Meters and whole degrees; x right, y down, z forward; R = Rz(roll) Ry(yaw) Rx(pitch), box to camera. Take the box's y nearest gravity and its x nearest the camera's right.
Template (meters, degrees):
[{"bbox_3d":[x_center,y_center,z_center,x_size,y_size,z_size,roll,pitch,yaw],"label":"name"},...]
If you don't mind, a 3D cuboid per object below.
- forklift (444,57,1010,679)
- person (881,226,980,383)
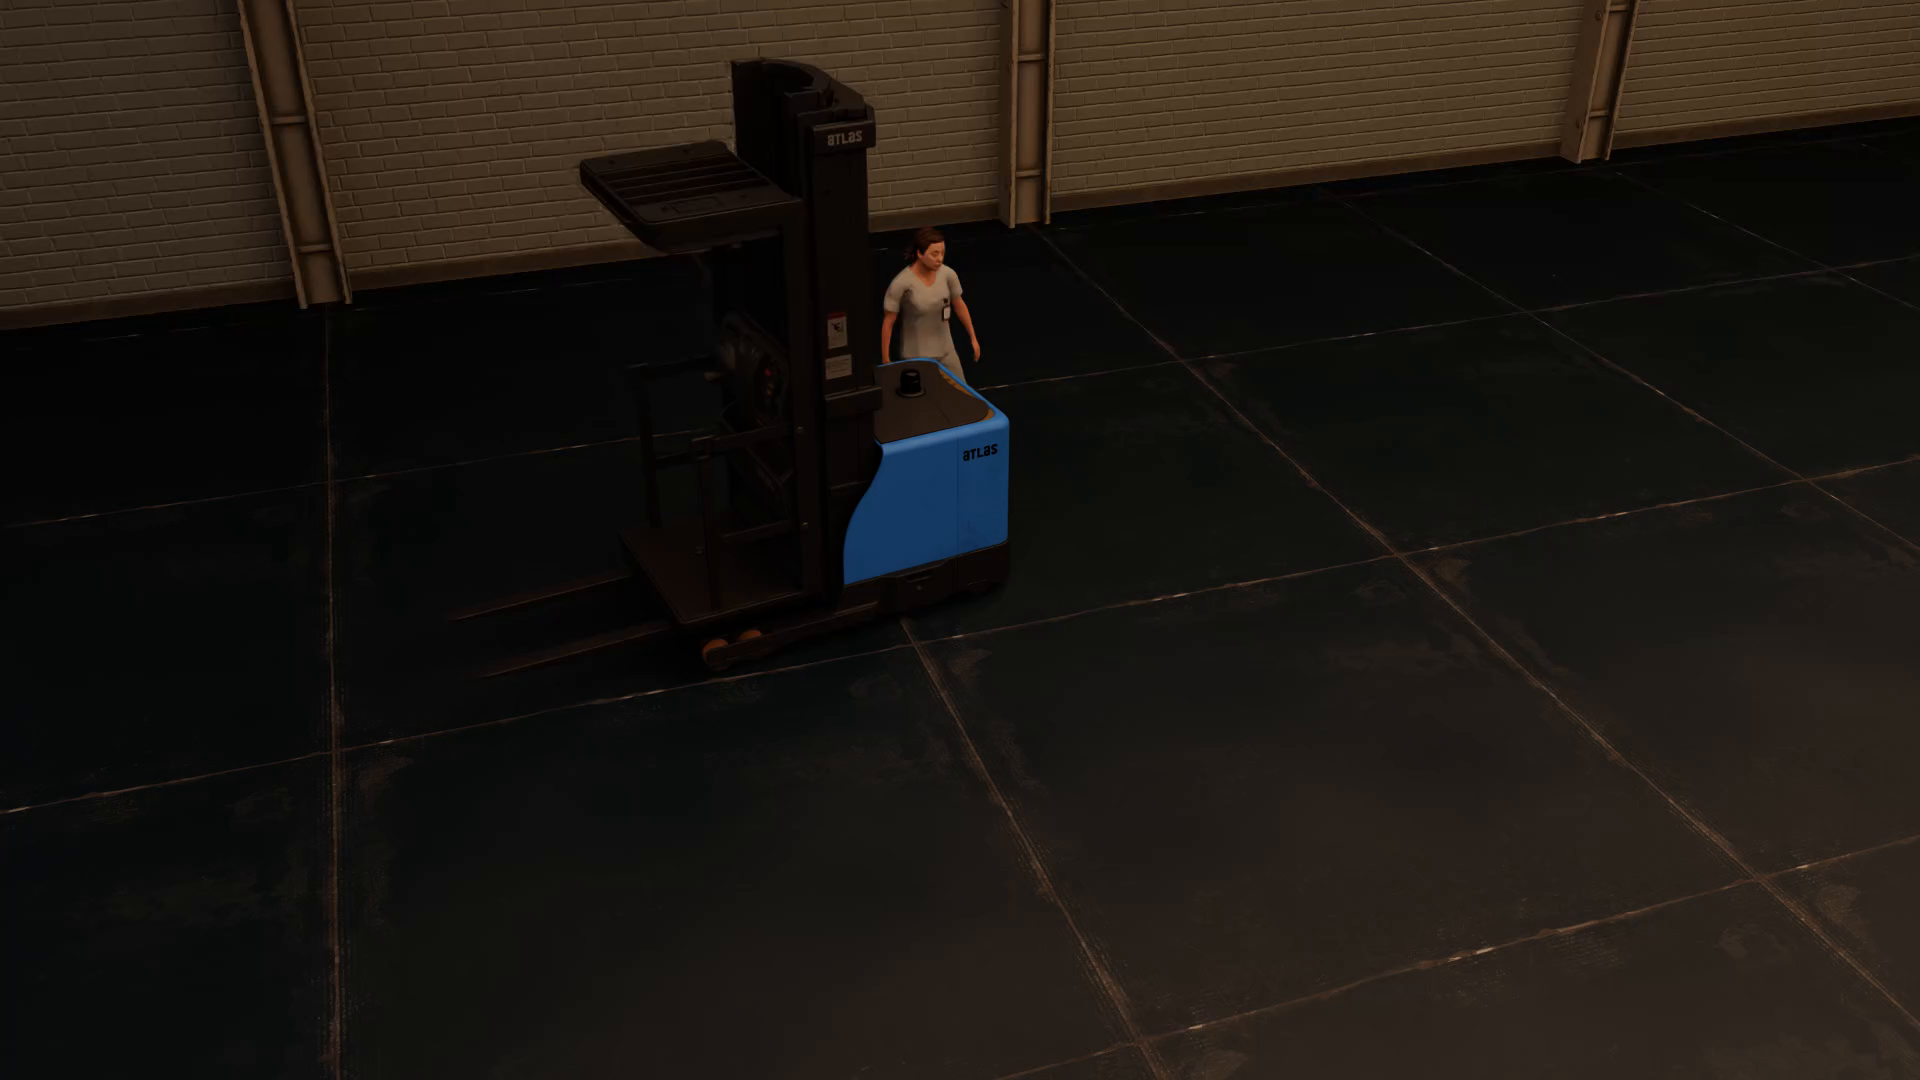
[{"bbox_3d":[-1.263,-0.878,8.613,3.031,2.935,1.130,-15,33,-24],"label":"forklift"},{"bbox_3d":[-0.189,-1.177,10.419,0.679,1.650,0.327,-16,34,-26],"label":"person"}]
